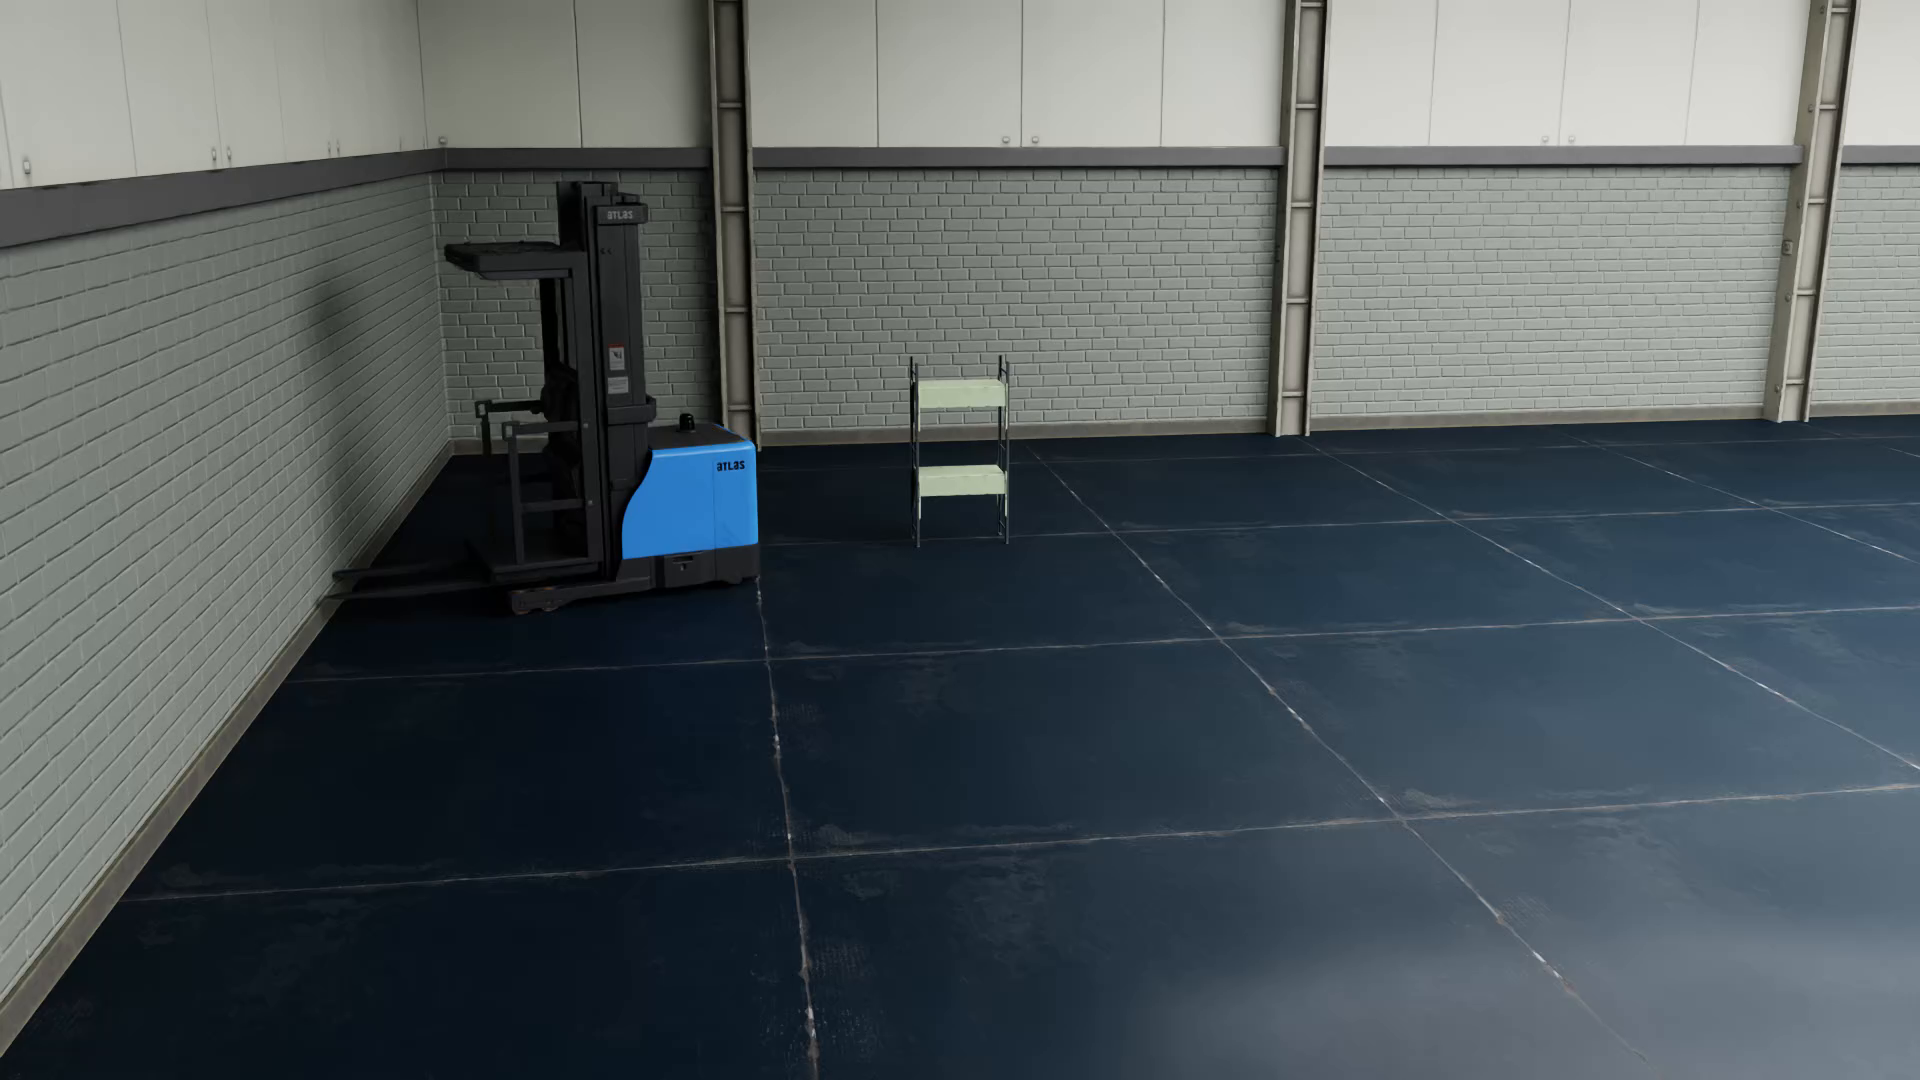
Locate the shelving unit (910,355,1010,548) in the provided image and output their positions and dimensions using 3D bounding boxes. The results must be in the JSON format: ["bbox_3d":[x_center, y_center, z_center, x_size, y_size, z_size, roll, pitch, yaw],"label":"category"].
[{"bbox_3d":[-0.007,-0.727,13.538,0.755,1.500,0.431,-2,14,-8],"label":"shelving unit"}]

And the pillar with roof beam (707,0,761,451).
[{"bbox_3d":[-1.661,-4.289,12.326,0.400,9.000,9.100,-2,14,-8],"label":"pillar with roof beam"}]

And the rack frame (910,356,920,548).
[{"bbox_3d":[-0.369,-0.714,13.486,0.023,1.500,0.400,-2,14,-8],"label":"rack frame"}]

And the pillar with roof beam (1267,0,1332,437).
[{"bbox_3d":[4.273,-4.507,13.193,0.400,9.000,9.100,-2,14,-8],"label":"pillar with roof beam"}]

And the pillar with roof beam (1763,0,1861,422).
[{"bbox_3d":[10.206,-4.724,14.060,0.400,9.000,9.100,-2,14,-8],"label":"pillar with roof beam"}]

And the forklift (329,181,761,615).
[{"bbox_3d":[-3.043,-1.045,11.865,3.031,2.935,1.130,-7,16,-25],"label":"forklift"}]

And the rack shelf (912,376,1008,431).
[{"bbox_3d":[-0.007,-1.106,13.443,0.720,0.370,0.431,-2,14,-8],"label":"rack shelf"}]

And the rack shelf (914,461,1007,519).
[{"bbox_3d":[-0.007,-0.411,13.618,0.720,0.370,0.431,-2,14,-8],"label":"rack shelf"}]

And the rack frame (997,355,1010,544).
[{"bbox_3d":[0.355,-0.740,13.591,0.023,1.500,0.400,-2,14,-8],"label":"rack frame"}]
